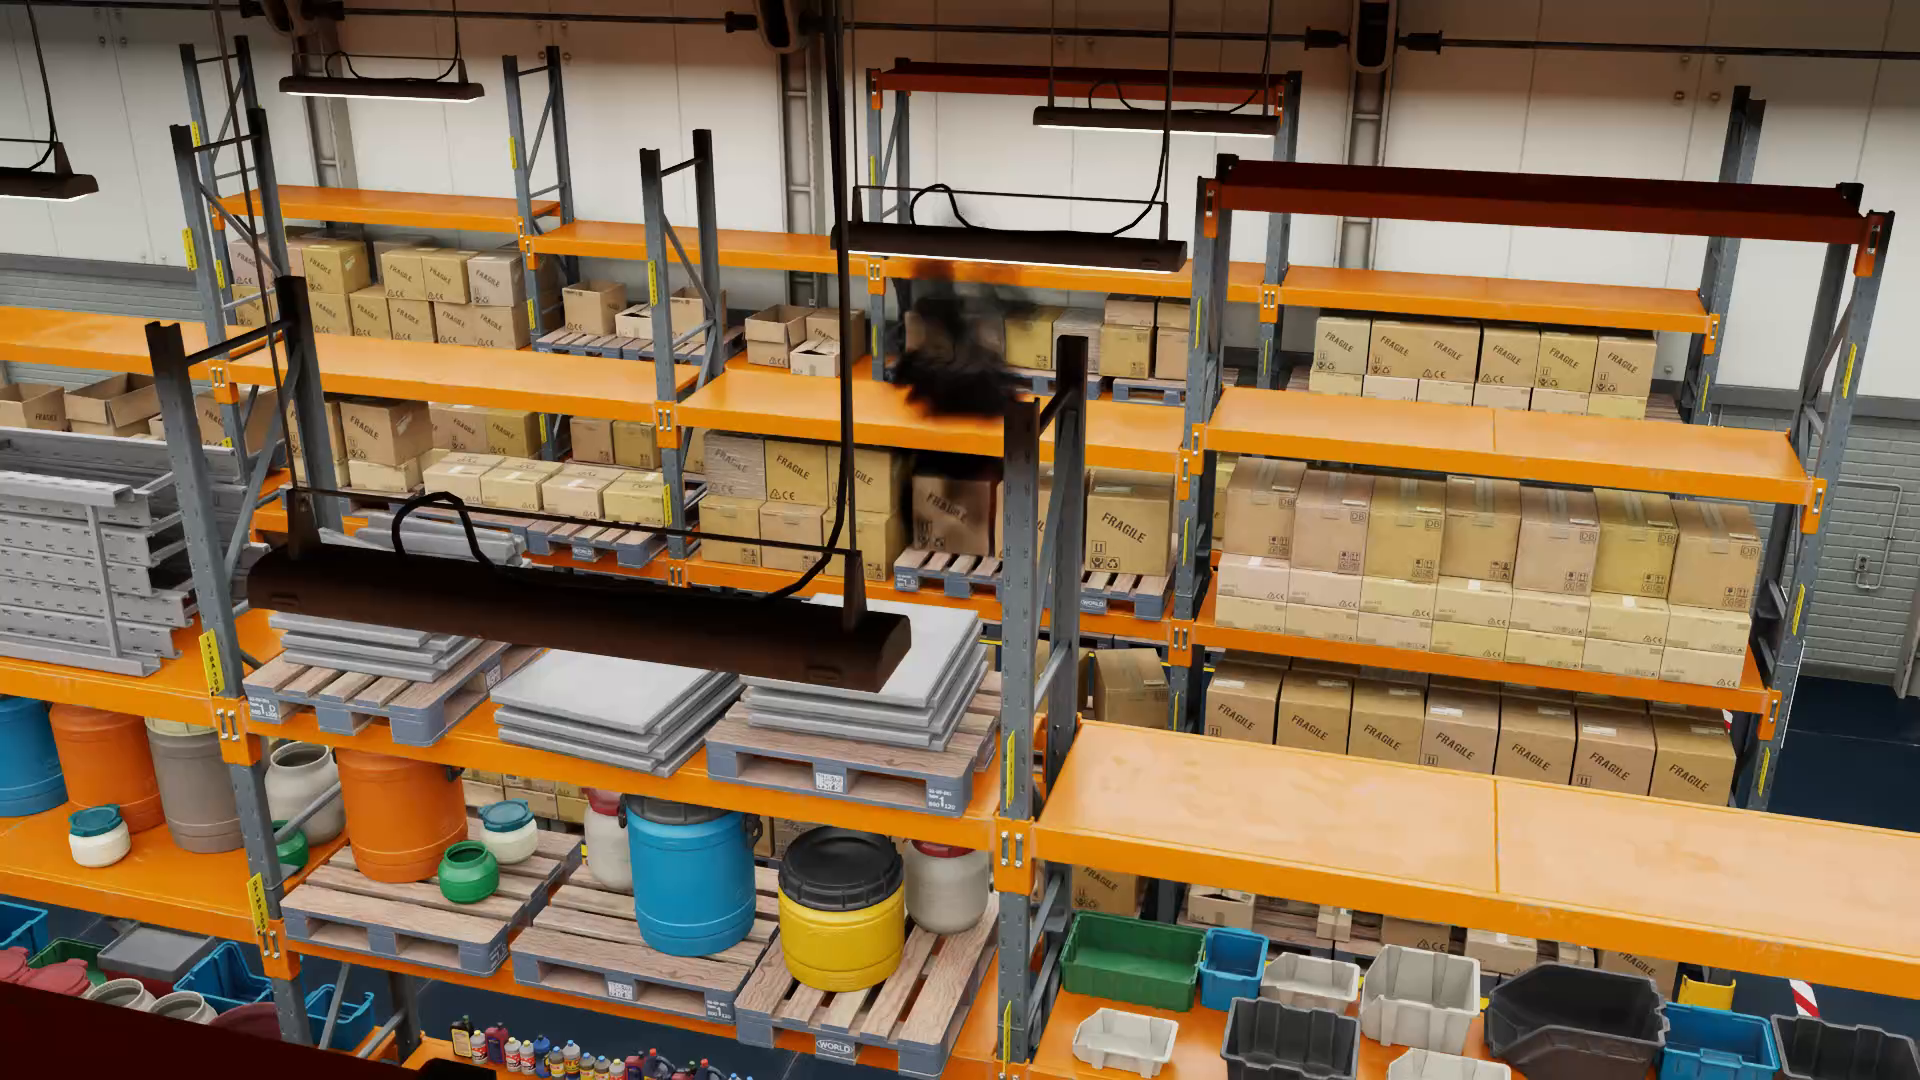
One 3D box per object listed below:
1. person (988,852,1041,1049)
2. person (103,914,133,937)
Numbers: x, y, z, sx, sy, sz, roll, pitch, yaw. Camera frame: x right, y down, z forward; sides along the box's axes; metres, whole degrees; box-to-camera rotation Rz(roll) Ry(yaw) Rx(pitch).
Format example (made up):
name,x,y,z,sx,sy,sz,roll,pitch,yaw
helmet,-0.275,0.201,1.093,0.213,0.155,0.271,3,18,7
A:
name,x,y,z,sx,sy,sz,roll,pitch,yaw
person,0.294,2.705,11.328,0.766,1.677,0.613,2,23,6
person,-6.188,2.586,12.466,0.661,1.624,0.514,4,23,11
